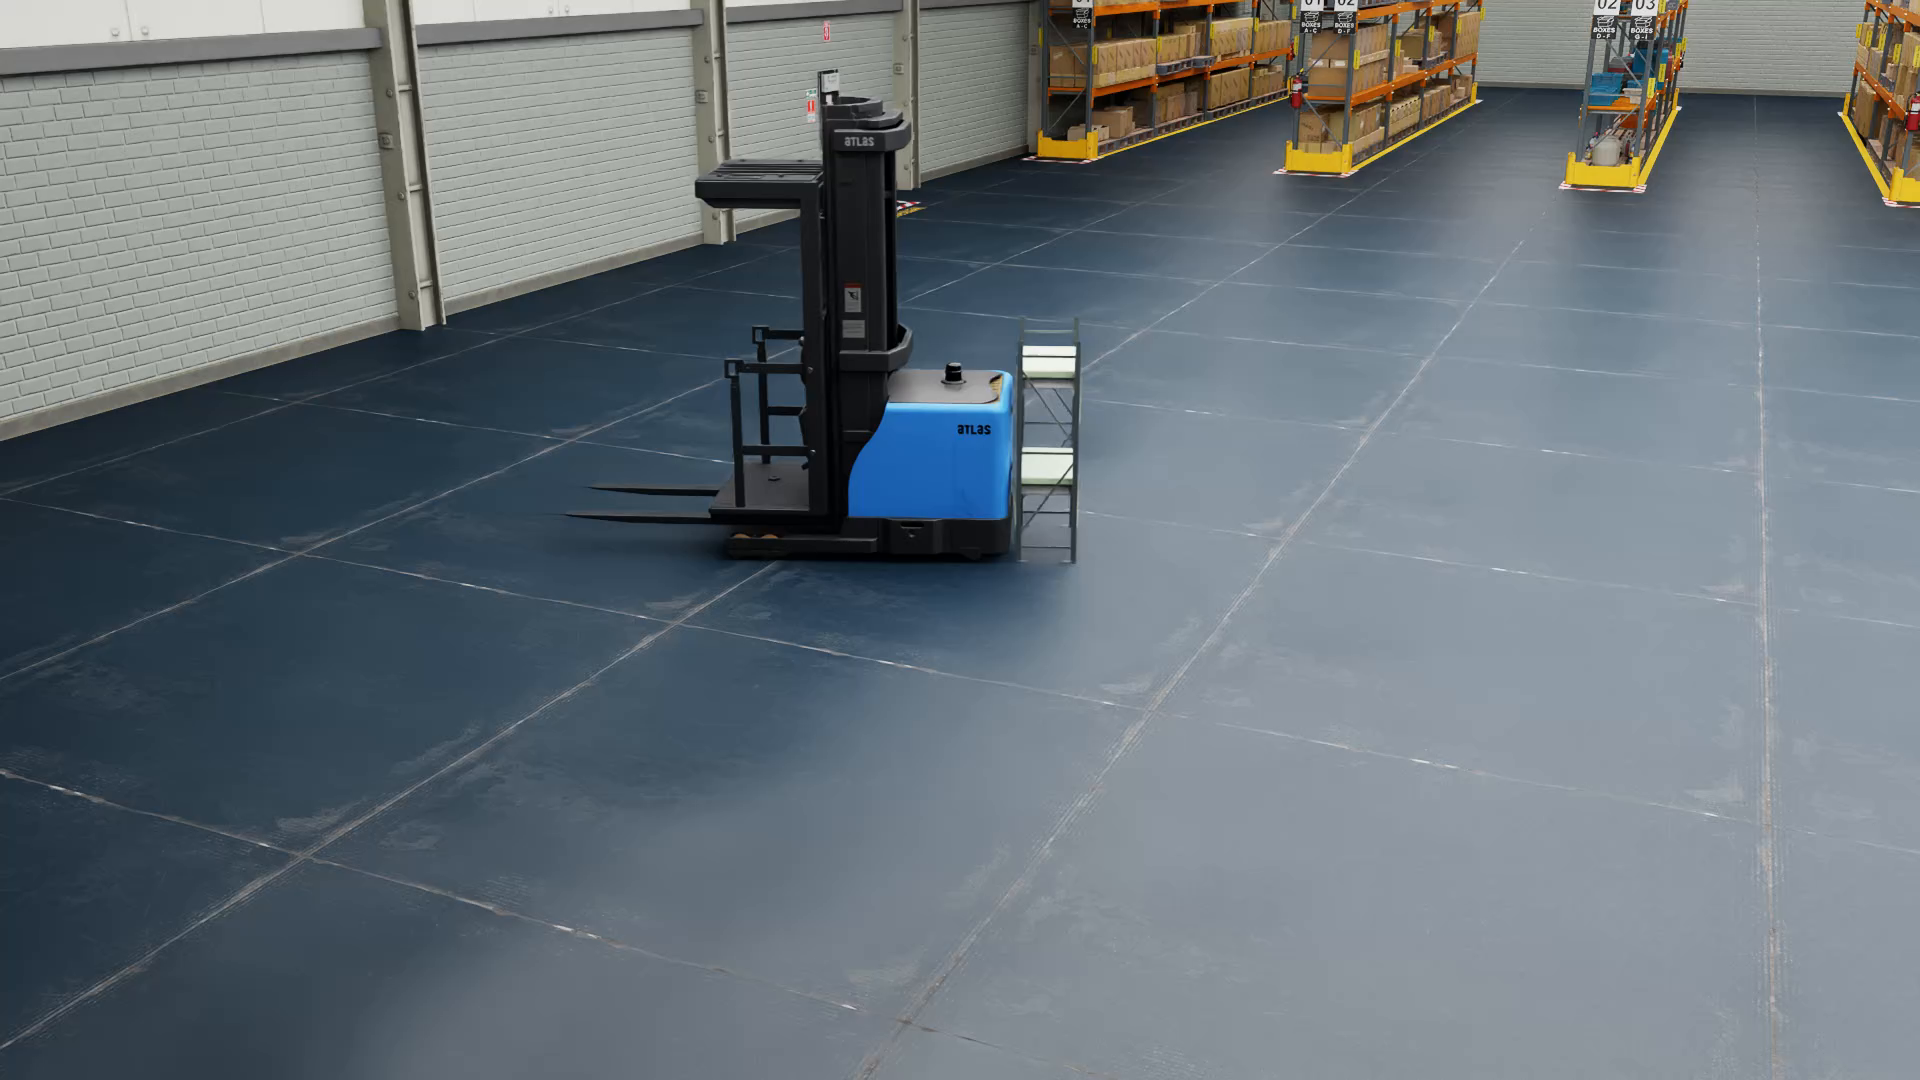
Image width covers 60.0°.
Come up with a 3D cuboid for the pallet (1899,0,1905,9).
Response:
[{"bbox_3d":[18.034,-9.899,30.630,1.213,0.211,1.003,9,21,23],"label":"pallet"}]

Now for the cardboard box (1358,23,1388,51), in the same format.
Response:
[{"bbox_3d":[8.050,-9.965,32.926,0.700,0.500,0.500,9,21,23],"label":"cardboard box"}]

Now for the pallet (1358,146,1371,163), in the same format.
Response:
[{"bbox_3d":[7.364,-7.517,32.291,1.003,0.211,1.213,9,21,23],"label":"pallet"}]

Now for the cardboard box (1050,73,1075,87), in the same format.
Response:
[{"bbox_3d":[2.082,-9.007,32.512,0.500,0.250,0.500,9,21,23],"label":"cardboard box"}]

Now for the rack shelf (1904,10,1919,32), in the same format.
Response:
[{"bbox_3d":[16.443,-8.545,27.617,1.077,0.370,4.000,9,21,23],"label":"rack shelf"}]

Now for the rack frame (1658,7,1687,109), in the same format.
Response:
[{"bbox_3d":[17.657,-12.430,41.944,1.000,3.000,0.127,9,21,23],"label":"rack frame"}]

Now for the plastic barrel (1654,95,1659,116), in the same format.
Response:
[{"bbox_3d":[15.781,-10.253,38.326,0.600,0.901,0.708,9,21,23],"label":"plastic barrel"}]

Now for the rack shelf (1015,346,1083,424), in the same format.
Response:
[{"bbox_3d":[0.588,-1.048,11.014,0.431,0.370,0.720,1,20,3],"label":"rack shelf"}]

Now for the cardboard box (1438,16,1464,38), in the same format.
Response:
[{"bbox_3d":[11.952,-12.512,40.533,0.500,0.500,0.500,9,22,24],"label":"cardboard box"}]

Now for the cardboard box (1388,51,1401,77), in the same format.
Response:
[{"bbox_3d":[8.976,-10.036,35.064,0.500,0.500,0.500,9,21,23],"label":"cardboard box"}]

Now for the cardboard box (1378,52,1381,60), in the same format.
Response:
[{"bbox_3d":[7.995,-9.447,32.438,0.380,0.149,0.250,9,21,23],"label":"cardboard box"}]

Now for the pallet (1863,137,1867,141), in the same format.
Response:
[{"bbox_3d":[19.793,-8.594,35.318,1.003,0.211,1.213,9,21,23],"label":"pallet"}]

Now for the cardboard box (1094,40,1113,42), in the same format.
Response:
[{"bbox_3d":[2.898,-9.989,34.155,0.500,0.500,0.500,9,22,24],"label":"cardboard box"}]

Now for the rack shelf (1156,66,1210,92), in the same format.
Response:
[{"bbox_3d":[4.524,-10.394,37.292,1.077,0.370,4.000,9,21,23],"label":"rack shelf"}]

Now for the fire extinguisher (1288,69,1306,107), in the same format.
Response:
[{"bbox_3d":[6.116,-8.211,30.196,0.296,0.674,0.183,9,21,23],"label":"fire extinguisher"}]

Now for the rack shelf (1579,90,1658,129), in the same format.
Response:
[{"bbox_3d":[11.925,-7.812,30.031,1.077,0.370,4.000,9,21,23],"label":"rack shelf"}]

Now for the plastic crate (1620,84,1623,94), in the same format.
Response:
[{"bbox_3d":[11.930,-8.286,30.607,0.450,0.188,0.662,9,21,23],"label":"plastic crate"}]

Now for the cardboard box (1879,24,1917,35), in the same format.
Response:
[{"bbox_3d":[20.284,-10.851,35.858,0.797,0.503,0.637,8,21,21],"label":"cardboard box"}]

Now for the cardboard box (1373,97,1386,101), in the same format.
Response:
[{"bbox_3d":[9.174,-9.551,36.487,0.500,0.311,0.500,8,21,21],"label":"cardboard box"}]

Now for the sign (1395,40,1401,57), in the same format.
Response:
[{"bbox_3d":[8.733,-9.812,33.173,0.100,0.325,0.005,9,21,23],"label":"sign"}]

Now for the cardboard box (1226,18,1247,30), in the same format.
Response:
[{"bbox_3d":[6.805,-12.784,41.197,0.500,0.250,0.500,9,21,24],"label":"cardboard box"}]

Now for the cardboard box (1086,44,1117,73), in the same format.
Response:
[{"bbox_3d":[2.748,-9.445,32.625,0.500,0.500,0.500,9,21,23],"label":"cardboard box"}]

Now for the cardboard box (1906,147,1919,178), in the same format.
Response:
[{"bbox_3d":[16.109,-6.256,27.686,0.500,0.500,0.500,15,25,37],"label":"cardboard box"}]

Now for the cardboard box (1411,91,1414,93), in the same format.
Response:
[{"bbox_3d":[10.245,-10.171,38.666,0.500,0.500,0.500,8,21,21],"label":"cardboard box"}]

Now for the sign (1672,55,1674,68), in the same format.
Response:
[{"bbox_3d":[14.886,-9.988,34.834,0.100,0.325,0.005,9,21,23],"label":"sign"}]

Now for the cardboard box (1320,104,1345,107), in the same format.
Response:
[{"bbox_3d":[7.341,-8.294,32.671,0.500,0.500,0.500,9,21,23],"label":"cardboard box"}]

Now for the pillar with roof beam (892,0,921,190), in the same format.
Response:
[{"bbox_3d":[3.035,-9.633,25.125,9.100,9.000,0.400,9,21,23],"label":"pillar with roof beam"}]

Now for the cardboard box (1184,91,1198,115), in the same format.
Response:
[{"bbox_3d":[5.096,-10.146,38.596,0.700,0.500,0.500,9,21,23],"label":"cardboard box"}]

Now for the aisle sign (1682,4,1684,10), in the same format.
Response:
[{"bbox_3d":[17.954,-13.637,41.458,0.394,0.787,0.004,9,21,23],"label":"aisle sign"}]

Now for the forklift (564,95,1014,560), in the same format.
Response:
[{"bbox_3d":[-1.158,-1.424,11.099,3.031,2.935,1.130,1,20,3],"label":"forklift"}]

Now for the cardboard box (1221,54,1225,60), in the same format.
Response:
[{"bbox_3d":[6.191,-11.701,40.239,0.380,0.149,0.250,9,21,24],"label":"cardboard box"}]

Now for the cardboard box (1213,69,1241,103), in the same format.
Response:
[{"bbox_3d":[6.472,-11.263,41.244,0.750,0.750,0.750,9,22,24],"label":"cardboard box"}]

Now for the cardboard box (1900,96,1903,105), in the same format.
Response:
[{"bbox_3d":[16.410,-7.554,28.608,0.380,0.149,0.250,9,21,23],"label":"cardboard box"}]

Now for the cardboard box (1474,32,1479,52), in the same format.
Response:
[{"bbox_3d":[13.205,-12.984,43.352,0.500,0.500,0.500,9,22,24],"label":"cardboard box"}]

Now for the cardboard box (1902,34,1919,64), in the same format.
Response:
[{"bbox_3d":[16.643,-8.485,28.765,0.500,0.500,0.500,9,21,23],"label":"cardboard box"}]

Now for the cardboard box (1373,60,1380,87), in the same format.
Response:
[{"bbox_3d":[7.840,-9.191,32.687,0.700,0.500,0.500,8,21,22],"label":"cardboard box"}]

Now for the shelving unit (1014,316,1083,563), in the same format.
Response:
[{"bbox_3d":[0.588,-0.681,11.145,0.431,1.500,0.755,1,20,3],"label":"shelving unit"}]

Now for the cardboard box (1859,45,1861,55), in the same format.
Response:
[{"bbox_3d":[21.526,-11.551,39.251,0.500,0.250,0.500,8,21,22],"label":"cardboard box"}]

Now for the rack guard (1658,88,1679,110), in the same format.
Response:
[{"bbox_3d":[17.655,-11.262,42.389,1.175,0.500,0.348,9,21,23],"label":"rack guard"}]

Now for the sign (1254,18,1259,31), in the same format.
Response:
[{"bbox_3d":[7.480,-13.004,41.947,0.100,0.325,0.005,9,21,23],"label":"sign"}]

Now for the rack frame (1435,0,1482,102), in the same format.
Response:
[{"bbox_3d":[13.140,-13.111,43.859,1.000,3.000,0.127,9,21,23],"label":"rack frame"}]

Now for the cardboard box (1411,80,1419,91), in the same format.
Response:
[{"bbox_3d":[10.467,-10.698,39.027,0.500,0.250,0.500,8,21,22],"label":"cardboard box"}]

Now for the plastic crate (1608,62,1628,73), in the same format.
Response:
[{"bbox_3d":[12.663,-8.982,32.153,0.402,0.464,0.583,9,21,23],"label":"plastic crate"}]

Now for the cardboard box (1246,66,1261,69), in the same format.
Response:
[{"bbox_3d":[7.879,-12.644,44.681,0.380,0.149,0.250,9,21,23],"label":"cardboard box"}]

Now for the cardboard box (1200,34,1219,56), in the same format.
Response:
[{"bbox_3d":[5.776,-11.654,39.139,0.500,0.500,0.500,9,22,24],"label":"cardboard box"}]

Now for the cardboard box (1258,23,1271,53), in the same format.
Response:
[{"bbox_3d":[7.522,-13.094,43.364,0.980,0.700,0.700,8,21,21],"label":"cardboard box"}]

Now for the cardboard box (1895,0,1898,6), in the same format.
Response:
[{"bbox_3d":[18.265,-10.382,31.933,0.500,0.250,0.500,9,22,24],"label":"cardboard box"}]

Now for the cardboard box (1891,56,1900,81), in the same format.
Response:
[{"bbox_3d":[17.888,-8.871,31.157,0.797,0.503,0.637,11,22,28],"label":"cardboard box"}]

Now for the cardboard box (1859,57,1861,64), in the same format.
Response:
[{"bbox_3d":[21.205,-11.176,38.792,0.380,0.149,0.250,8,21,22],"label":"cardboard box"}]

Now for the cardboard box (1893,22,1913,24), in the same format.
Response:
[{"bbox_3d":[22.216,-11.988,39.363,0.500,0.500,0.500,9,21,23],"label":"cardboard box"}]

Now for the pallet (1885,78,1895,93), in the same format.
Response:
[{"bbox_3d":[18.127,-8.604,31.472,1.003,0.211,1.213,9,21,23],"label":"pallet"}]
